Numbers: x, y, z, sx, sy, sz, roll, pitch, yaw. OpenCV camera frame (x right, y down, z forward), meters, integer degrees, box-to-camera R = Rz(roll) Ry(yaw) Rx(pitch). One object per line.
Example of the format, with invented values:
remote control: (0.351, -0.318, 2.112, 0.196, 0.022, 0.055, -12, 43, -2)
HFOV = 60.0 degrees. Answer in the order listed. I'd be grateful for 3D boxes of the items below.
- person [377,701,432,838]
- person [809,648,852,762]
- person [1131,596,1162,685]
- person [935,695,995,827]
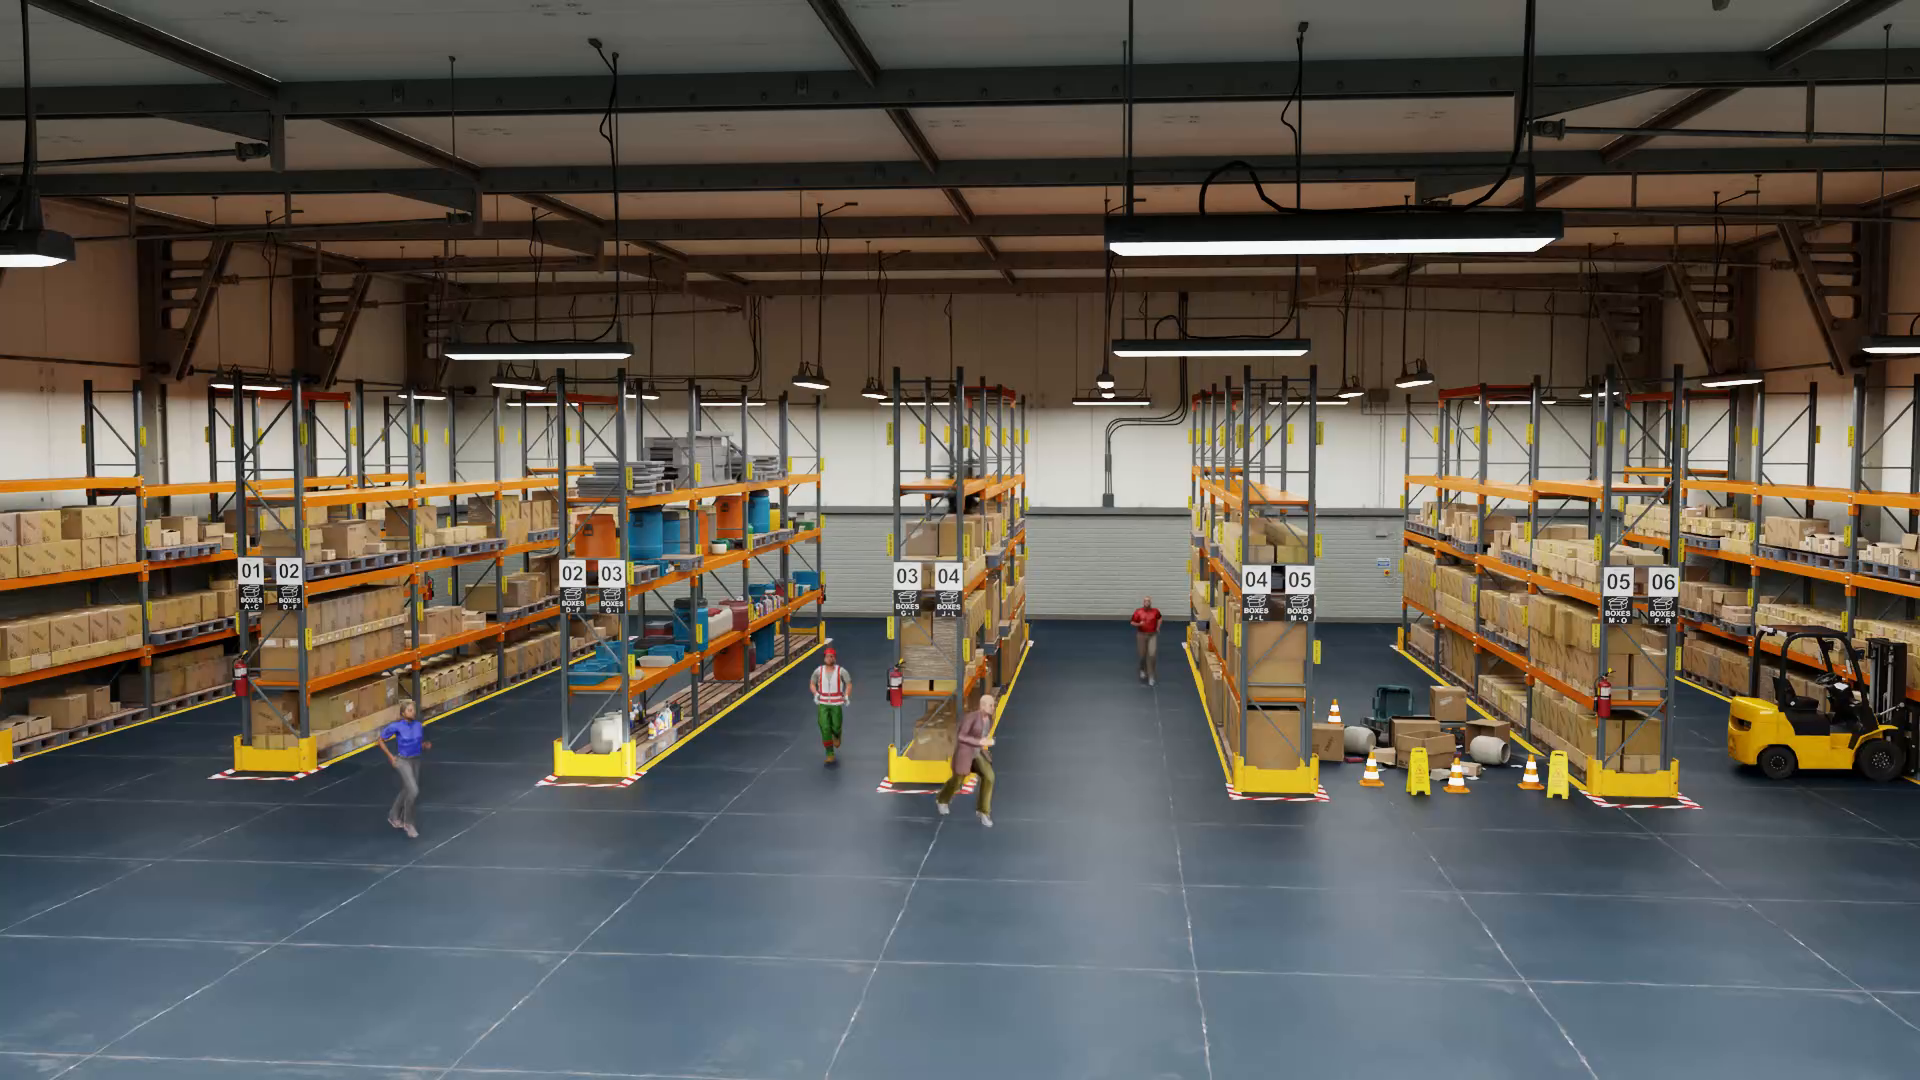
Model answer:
person: (-6.952, 2.893, 20.938, 0.734, 1.704, 0.555, 2, 4, 27)
person: (-2.012, 2.538, 25.761, 0.656, 1.745, 0.615, 0, 4, 1)
person: (3.801, 2.018, 33.834, 0.653, 1.752, 0.898, 0, 4, 3)
person: (0.088, 2.897, 21.651, 1.072, 1.628, 0.752, 3, 5, 42)
